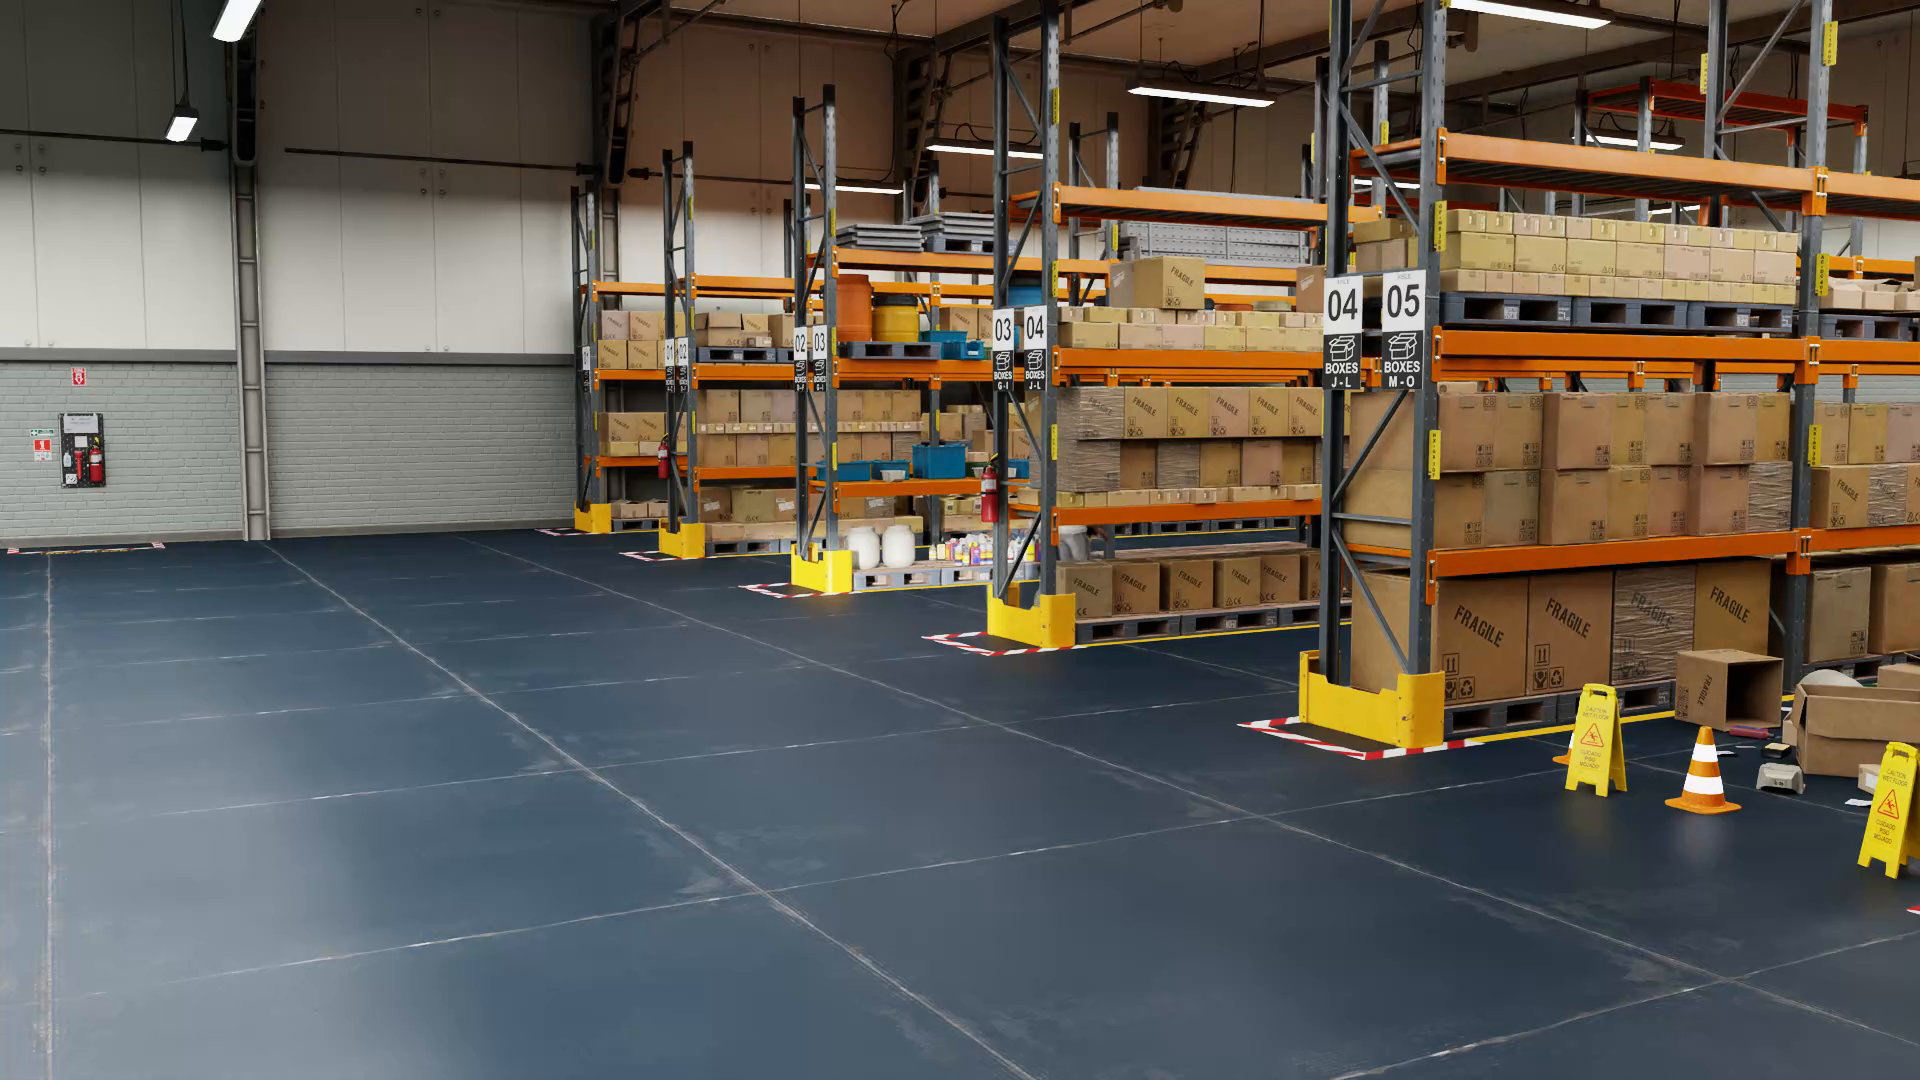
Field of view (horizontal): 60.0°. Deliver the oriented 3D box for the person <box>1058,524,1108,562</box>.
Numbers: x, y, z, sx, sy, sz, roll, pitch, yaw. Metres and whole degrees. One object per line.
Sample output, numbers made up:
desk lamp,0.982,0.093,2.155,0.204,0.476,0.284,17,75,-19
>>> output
person,1.275,-0.055,17.843,0.511,1.792,0.597,-2,6,-26
